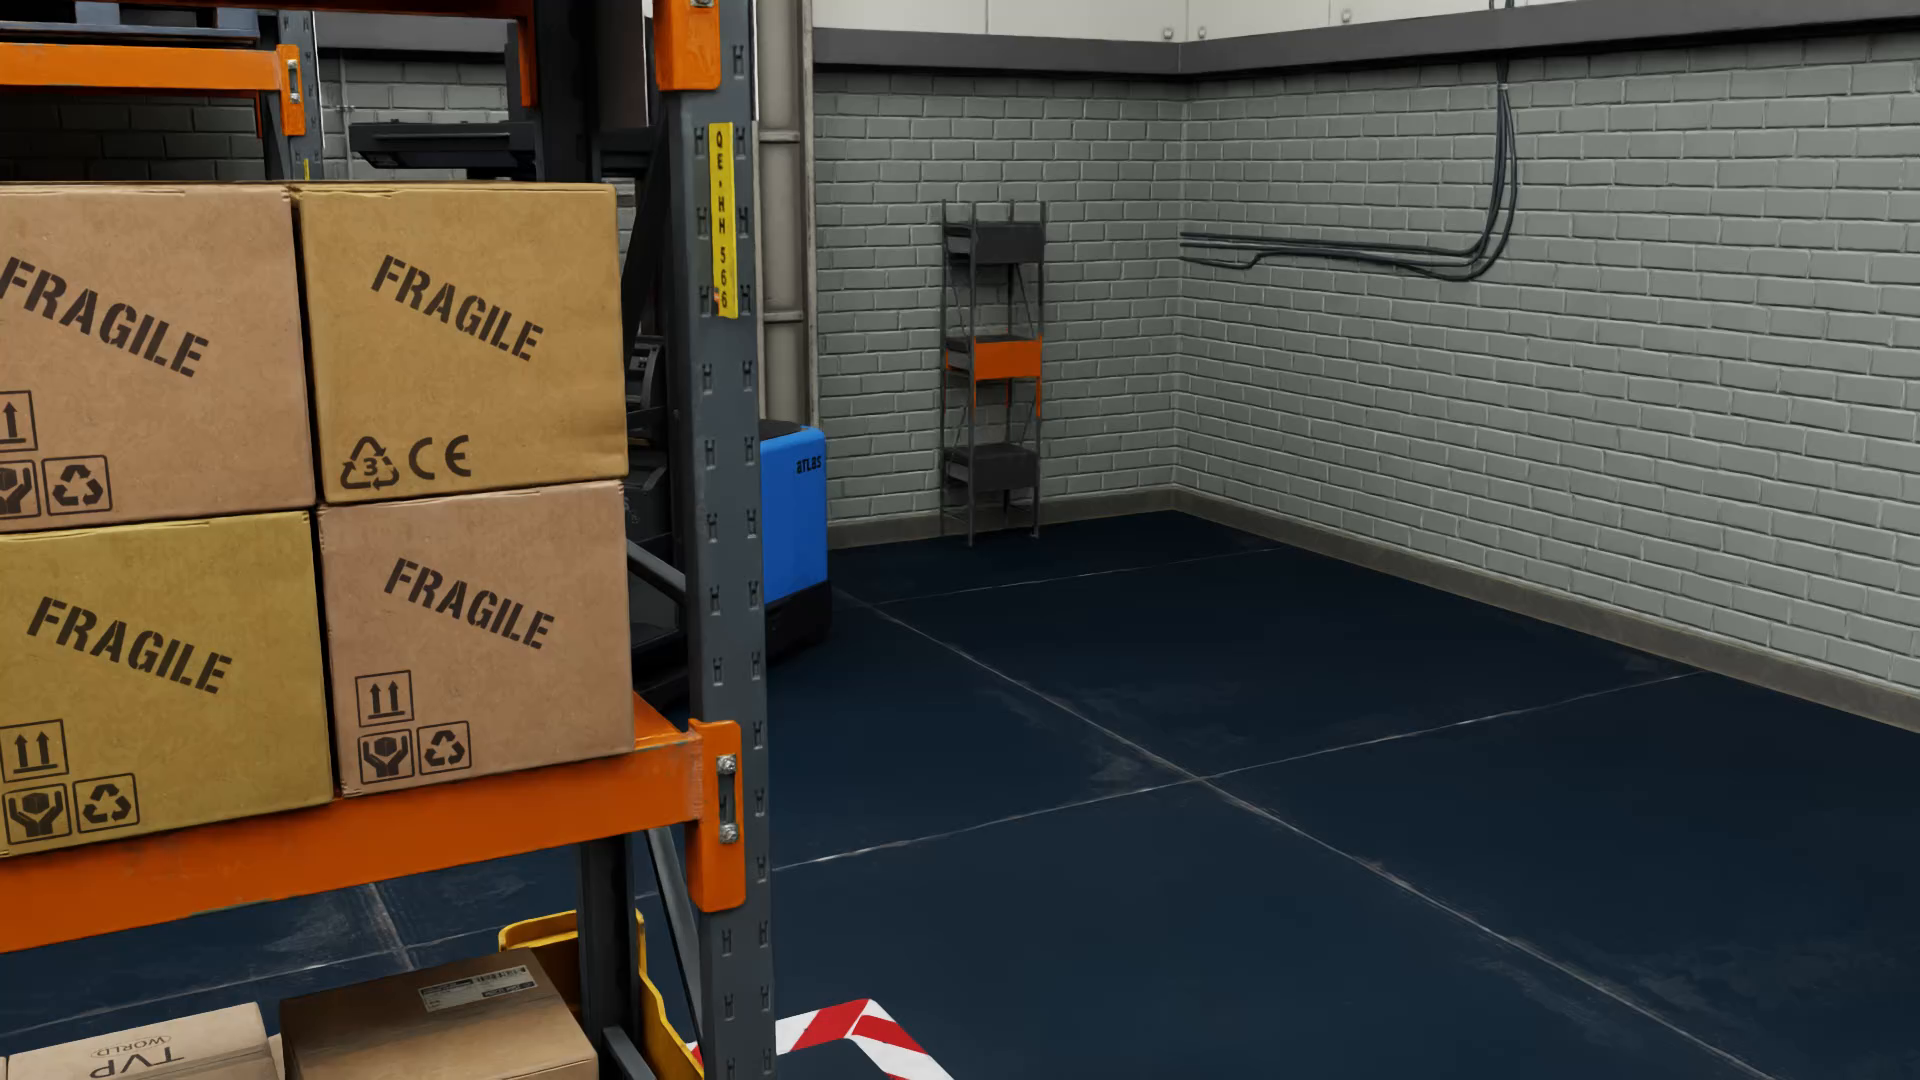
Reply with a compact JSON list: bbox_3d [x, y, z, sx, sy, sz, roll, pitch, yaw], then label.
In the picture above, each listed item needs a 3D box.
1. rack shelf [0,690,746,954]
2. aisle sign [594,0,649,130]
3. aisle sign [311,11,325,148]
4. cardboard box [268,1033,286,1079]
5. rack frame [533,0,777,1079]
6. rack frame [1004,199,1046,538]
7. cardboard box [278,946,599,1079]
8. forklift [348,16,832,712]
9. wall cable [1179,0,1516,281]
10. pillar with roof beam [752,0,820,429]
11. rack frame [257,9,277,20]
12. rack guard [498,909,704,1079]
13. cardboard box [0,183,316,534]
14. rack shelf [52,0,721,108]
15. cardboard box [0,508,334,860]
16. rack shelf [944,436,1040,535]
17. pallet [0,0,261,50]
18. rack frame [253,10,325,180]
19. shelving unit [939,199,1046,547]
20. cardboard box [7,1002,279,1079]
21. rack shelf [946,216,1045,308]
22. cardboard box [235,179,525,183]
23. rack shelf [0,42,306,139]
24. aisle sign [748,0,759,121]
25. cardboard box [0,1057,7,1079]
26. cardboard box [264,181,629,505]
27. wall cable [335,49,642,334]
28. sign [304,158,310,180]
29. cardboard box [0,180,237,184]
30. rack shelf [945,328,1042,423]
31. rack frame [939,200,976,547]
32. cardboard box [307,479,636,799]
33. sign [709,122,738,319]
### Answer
[{"bbox_3d":[-2.408,0.626,2.632,4.000,0.370,1.077,-7,14,-28],"label":"rack shelf"},{"bbox_3d":[-0.734,-1.267,3.486,0.004,0.787,0.394,-7,14,-28],"label":"aisle sign"},{"bbox_3d":[-2.823,-2.107,7.220,0.004,0.787,0.394,-7,14,-28],"label":"aisle sign"},{"bbox_3d":[-1.404,1.237,3.733,0.250,0.166,0.380,-7,14,-28],"label":"cardboard box"},{"bbox_3d":[-0.654,0.064,3.491,0.053,2.616,0.949,-7,14,-28],"label":"rack frame"},{"bbox_3d":[0.407,-1.074,10.495,0.015,2.100,0.400,-7,15,-29],"label":"rack frame"},{"bbox_3d":[-1.012,1.175,3.249,0.500,0.500,0.500,-7,14,-28],"label":"cardboard box"},{"bbox_3d":[-1.792,-0.705,7.068,1.130,2.935,3.031,7,14,28],"label":"forklift"},{"bbox_3d":[2.106,-2.827,9.748,0.112,2.526,3.097,-7,14,-28],"label":"wall cable"},{"bbox_3d":[0.988,-3.437,5.386,0.400,9.000,9.100,-7,14,-28],"label":"pillar with roof beam"},{"bbox_3d":[-3.030,-3.816,7.070,0.127,3.000,1.000,-7,14,-28],"label":"rack frame"},{"bbox_3d":[-0.720,1.293,3.727,0.348,0.500,1.175,-7,14,-28],"label":"rack guard"},{"bbox_3d":[-1.355,-0.318,2.687,0.500,0.500,0.500,-6,14,-26],"label":"cardboard box"},{"bbox_3d":[-2.408,-0.837,2.303,4.000,0.370,1.077,-7,14,-28],"label":"rack shelf"},{"bbox_3d":[-1.369,0.171,2.789,0.500,0.500,0.500,-7,14,-27],"label":"cardboard box"},{"bbox_3d":[0.187,-0.354,10.543,0.480,0.518,0.431,-7,15,-29],"label":"rack shelf"},{"bbox_3d":[-3.676,-2.229,7.053,1.213,0.211,1.003,-7,14,-28],"label":"pallet"},{"bbox_3d":[-3.030,-0.889,7.728,0.127,3.000,1.000,-7,14,-28],"label":"rack frame"},{"bbox_3d":[0.195,-1.048,10.378,0.503,2.100,0.431,-7,15,-29],"label":"shelving unit"},{"bbox_3d":[-1.705,1.247,3.497,0.500,0.250,0.500,-7,14,-28],"label":"cardboard box"},{"bbox_3d":[0.202,-1.715,10.219,0.480,0.518,0.431,-7,15,-29],"label":"rack shelf"},{"bbox_3d":[-1.169,-0.476,3.386,0.500,0.500,0.500,-6,14,-26],"label":"cardboard box"},{"bbox_3d":[-4.785,-1.791,6.543,4.000,0.370,1.077,-7,14,-28],"label":"rack shelf"},{"bbox_3d":[-0.446,-1.151,2.972,0.004,0.787,0.394,-7,14,-28],"label":"aisle sign"},{"bbox_3d":[-2.144,1.300,3.263,0.500,0.250,0.500,-7,14,-28],"label":"cardboard box"},{"bbox_3d":[-0.912,-0.372,2.924,0.500,0.500,0.500,-7,14,-28],"label":"cardboard box"},{"bbox_3d":[-2.359,-1.702,9.025,1.851,1.984,0.084,-7,14,-28],"label":"wall cable"},{"bbox_3d":[-2.782,-1.464,7.104,0.005,0.325,0.100,-7,14,-28],"label":"sign"},{"bbox_3d":[-1.624,-0.419,3.135,0.500,0.500,0.500,-7,14,-27],"label":"cardboard box"},{"bbox_3d":[0.194,-1.035,10.381,0.480,0.518,0.431,-7,15,-29],"label":"rack shelf"},{"bbox_3d":[-0.018,-1.022,10.260,0.015,2.100,0.400,-7,15,-29],"label":"rack frame"},{"bbox_3d":[-0.916,0.116,3.035,0.500,0.500,0.500,-6,14,-26],"label":"cardboard box"},{"bbox_3d":[-0.405,-0.545,2.842,0.005,0.325,0.100,-7,14,-28],"label":"sign"}]
